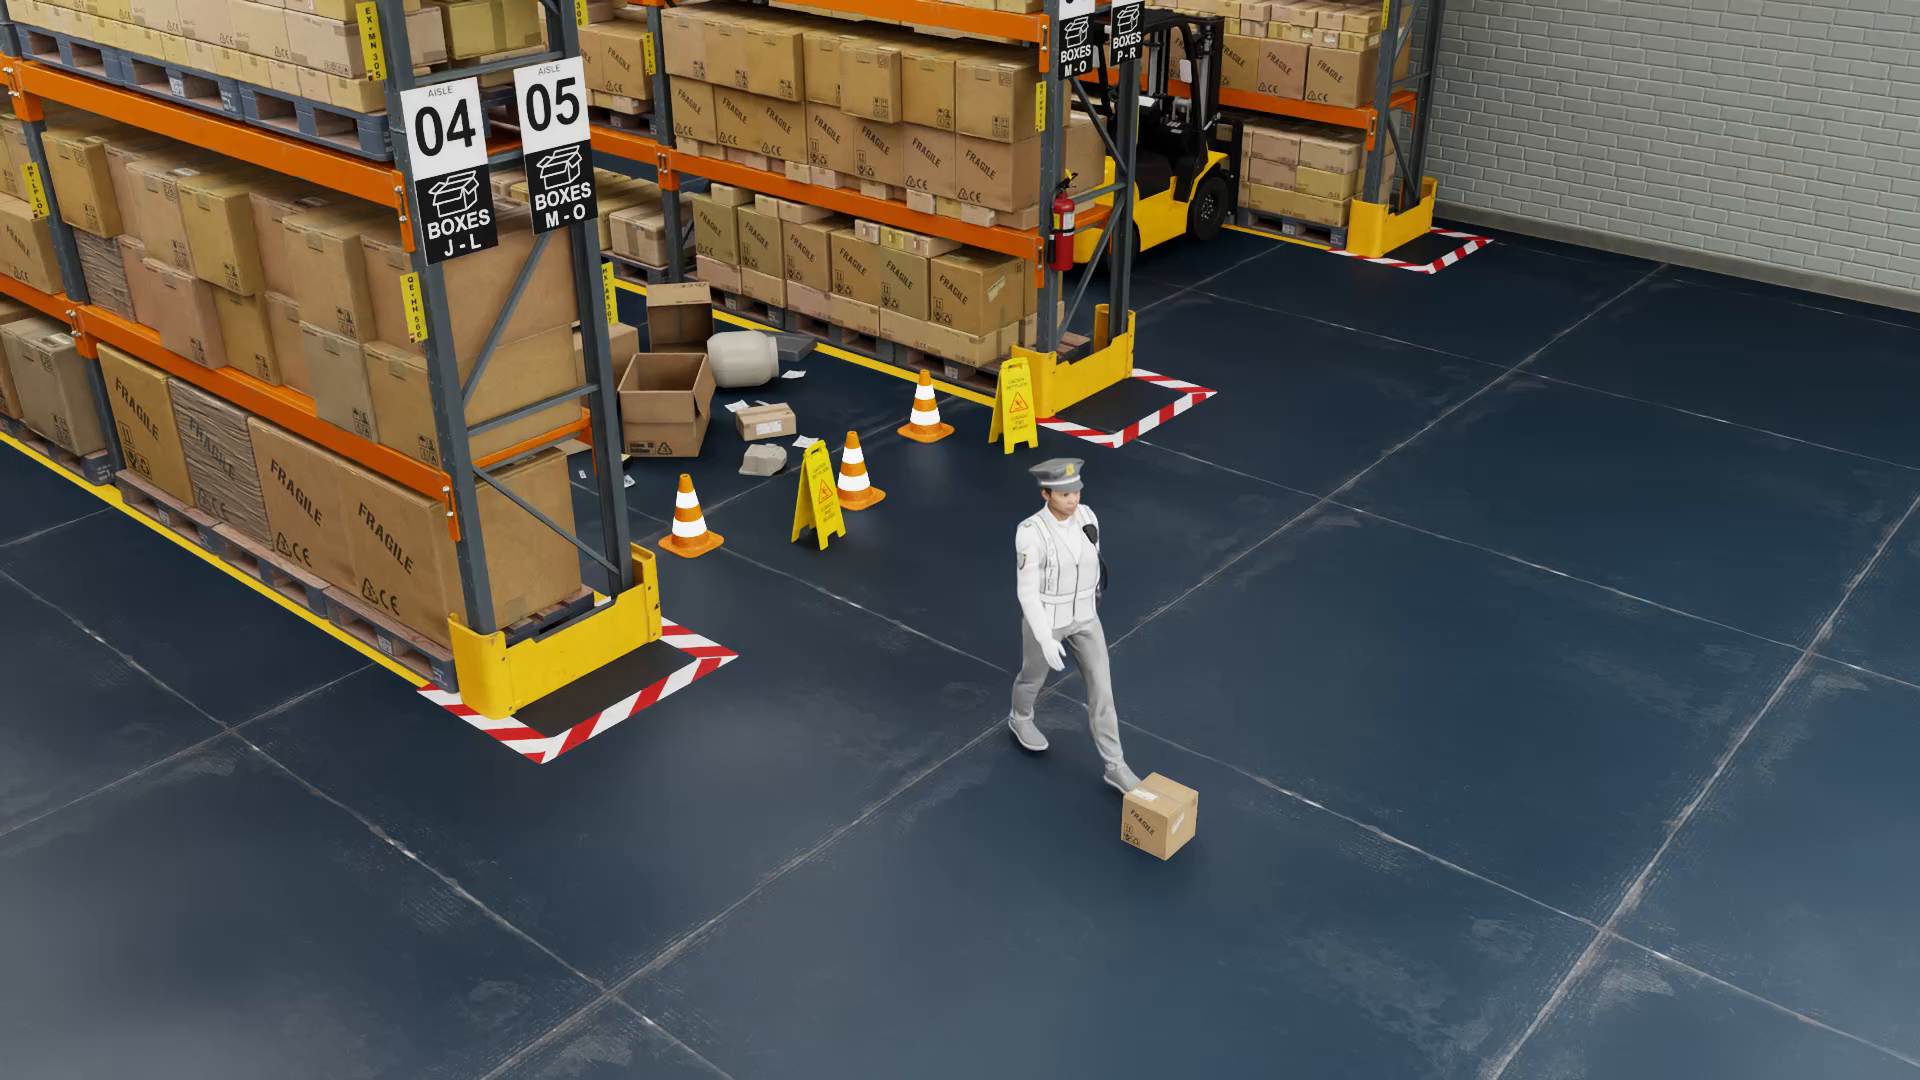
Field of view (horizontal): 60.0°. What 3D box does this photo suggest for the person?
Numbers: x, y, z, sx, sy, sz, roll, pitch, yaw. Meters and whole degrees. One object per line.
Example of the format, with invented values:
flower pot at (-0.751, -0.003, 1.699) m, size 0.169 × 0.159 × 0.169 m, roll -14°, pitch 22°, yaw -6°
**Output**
person at (0.523, 0.398, 7.813) m, size 0.522 × 1.641 × 0.917 m, roll -13°, pitch 30°, yaw -24°
